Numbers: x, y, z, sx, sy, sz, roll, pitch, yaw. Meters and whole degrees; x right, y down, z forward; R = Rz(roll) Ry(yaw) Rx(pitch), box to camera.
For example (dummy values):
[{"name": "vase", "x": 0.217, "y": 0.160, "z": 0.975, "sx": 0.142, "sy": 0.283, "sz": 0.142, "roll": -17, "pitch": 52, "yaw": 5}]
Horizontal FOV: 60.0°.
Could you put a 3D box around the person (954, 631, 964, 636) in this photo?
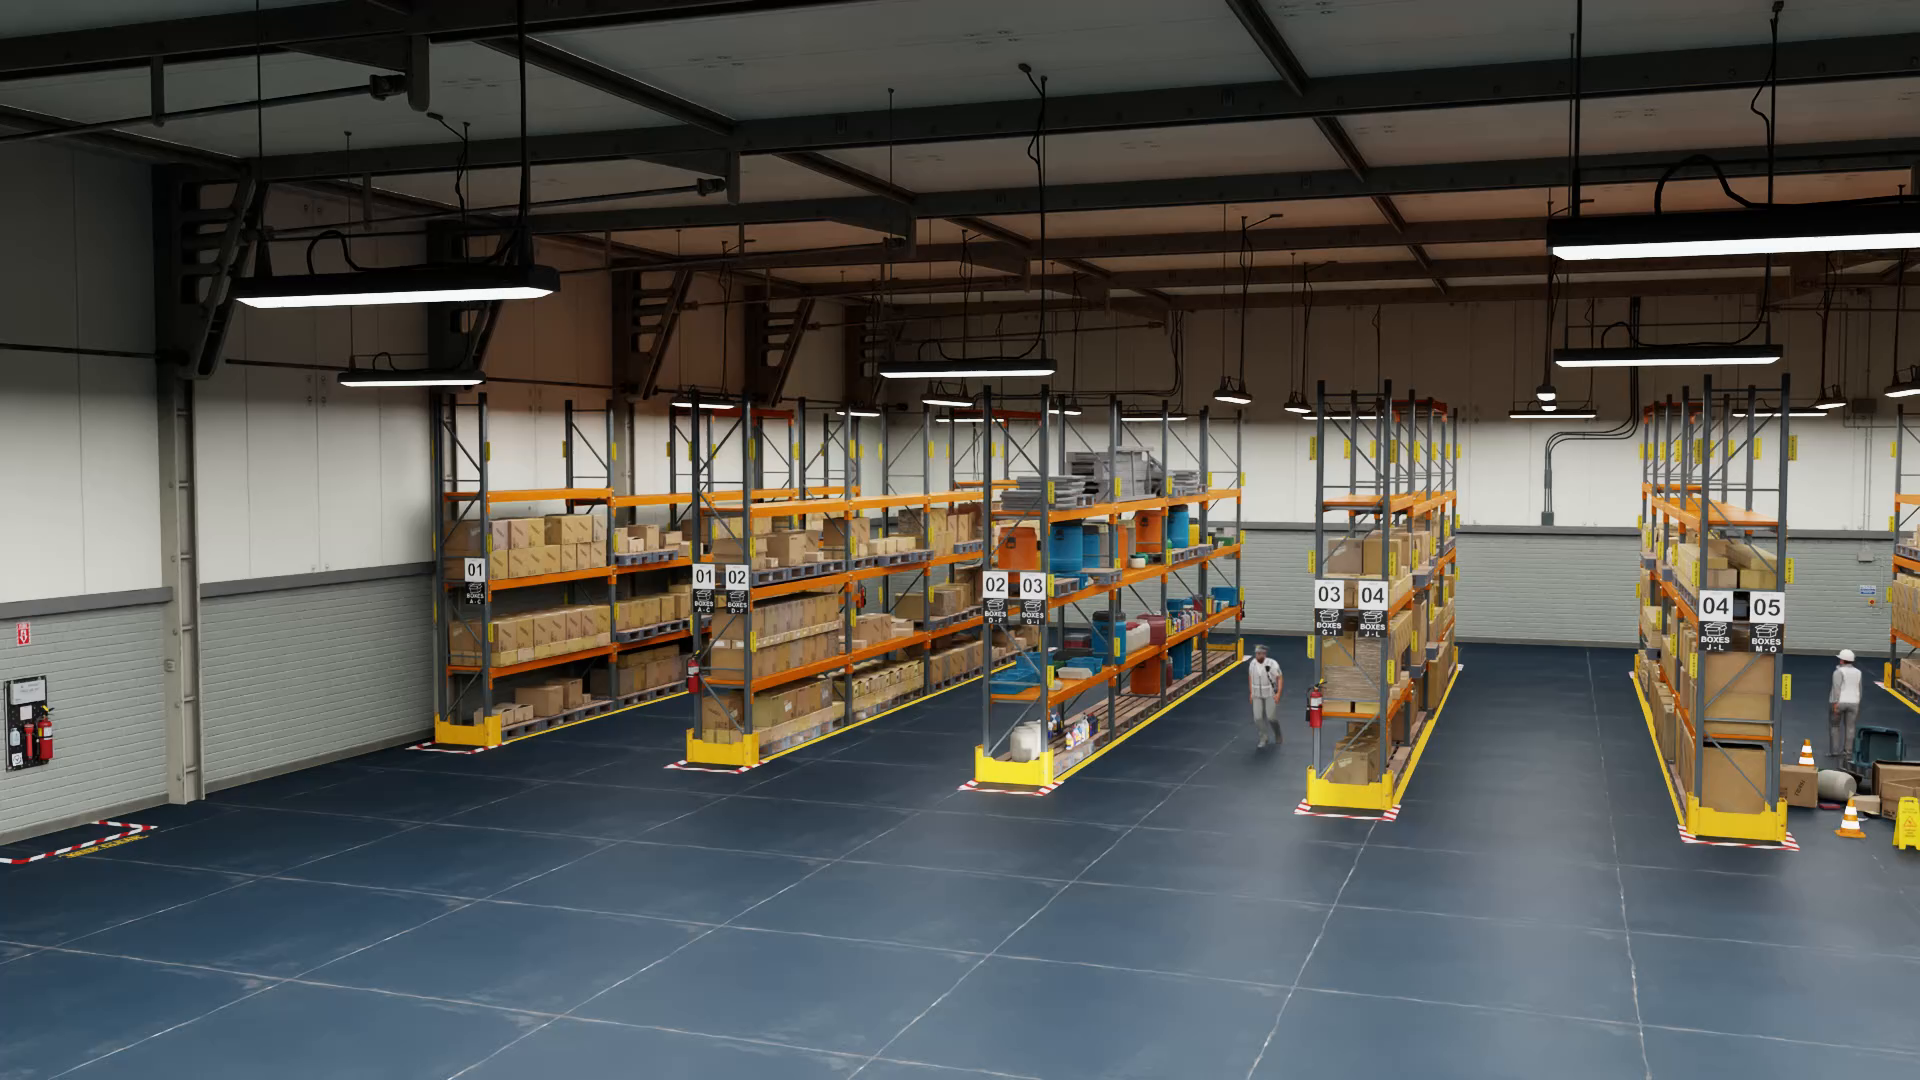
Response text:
[{"name": "person", "x": -0.200, "y": 1.719, "z": 44.879, "sx": 0.774, "sy": 1.757, "sz": 0.535, "roll": 1, "pitch": 3, "yaw": 20}]

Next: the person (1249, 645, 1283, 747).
[{"name": "person", "x": 5.205, "y": 2.639, "z": 28.295, "sx": 0.612, "sy": 1.751, "sz": 0.537, "roll": 2, "pitch": 3, "yaw": 29}]

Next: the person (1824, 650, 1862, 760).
[{"name": "person", "x": 14.433, "y": 2.703, "z": 27.067, "sx": 0.516, "sy": 1.821, "sz": 0.613, "roll": 1, "pitch": 3, "yaw": 14}]
